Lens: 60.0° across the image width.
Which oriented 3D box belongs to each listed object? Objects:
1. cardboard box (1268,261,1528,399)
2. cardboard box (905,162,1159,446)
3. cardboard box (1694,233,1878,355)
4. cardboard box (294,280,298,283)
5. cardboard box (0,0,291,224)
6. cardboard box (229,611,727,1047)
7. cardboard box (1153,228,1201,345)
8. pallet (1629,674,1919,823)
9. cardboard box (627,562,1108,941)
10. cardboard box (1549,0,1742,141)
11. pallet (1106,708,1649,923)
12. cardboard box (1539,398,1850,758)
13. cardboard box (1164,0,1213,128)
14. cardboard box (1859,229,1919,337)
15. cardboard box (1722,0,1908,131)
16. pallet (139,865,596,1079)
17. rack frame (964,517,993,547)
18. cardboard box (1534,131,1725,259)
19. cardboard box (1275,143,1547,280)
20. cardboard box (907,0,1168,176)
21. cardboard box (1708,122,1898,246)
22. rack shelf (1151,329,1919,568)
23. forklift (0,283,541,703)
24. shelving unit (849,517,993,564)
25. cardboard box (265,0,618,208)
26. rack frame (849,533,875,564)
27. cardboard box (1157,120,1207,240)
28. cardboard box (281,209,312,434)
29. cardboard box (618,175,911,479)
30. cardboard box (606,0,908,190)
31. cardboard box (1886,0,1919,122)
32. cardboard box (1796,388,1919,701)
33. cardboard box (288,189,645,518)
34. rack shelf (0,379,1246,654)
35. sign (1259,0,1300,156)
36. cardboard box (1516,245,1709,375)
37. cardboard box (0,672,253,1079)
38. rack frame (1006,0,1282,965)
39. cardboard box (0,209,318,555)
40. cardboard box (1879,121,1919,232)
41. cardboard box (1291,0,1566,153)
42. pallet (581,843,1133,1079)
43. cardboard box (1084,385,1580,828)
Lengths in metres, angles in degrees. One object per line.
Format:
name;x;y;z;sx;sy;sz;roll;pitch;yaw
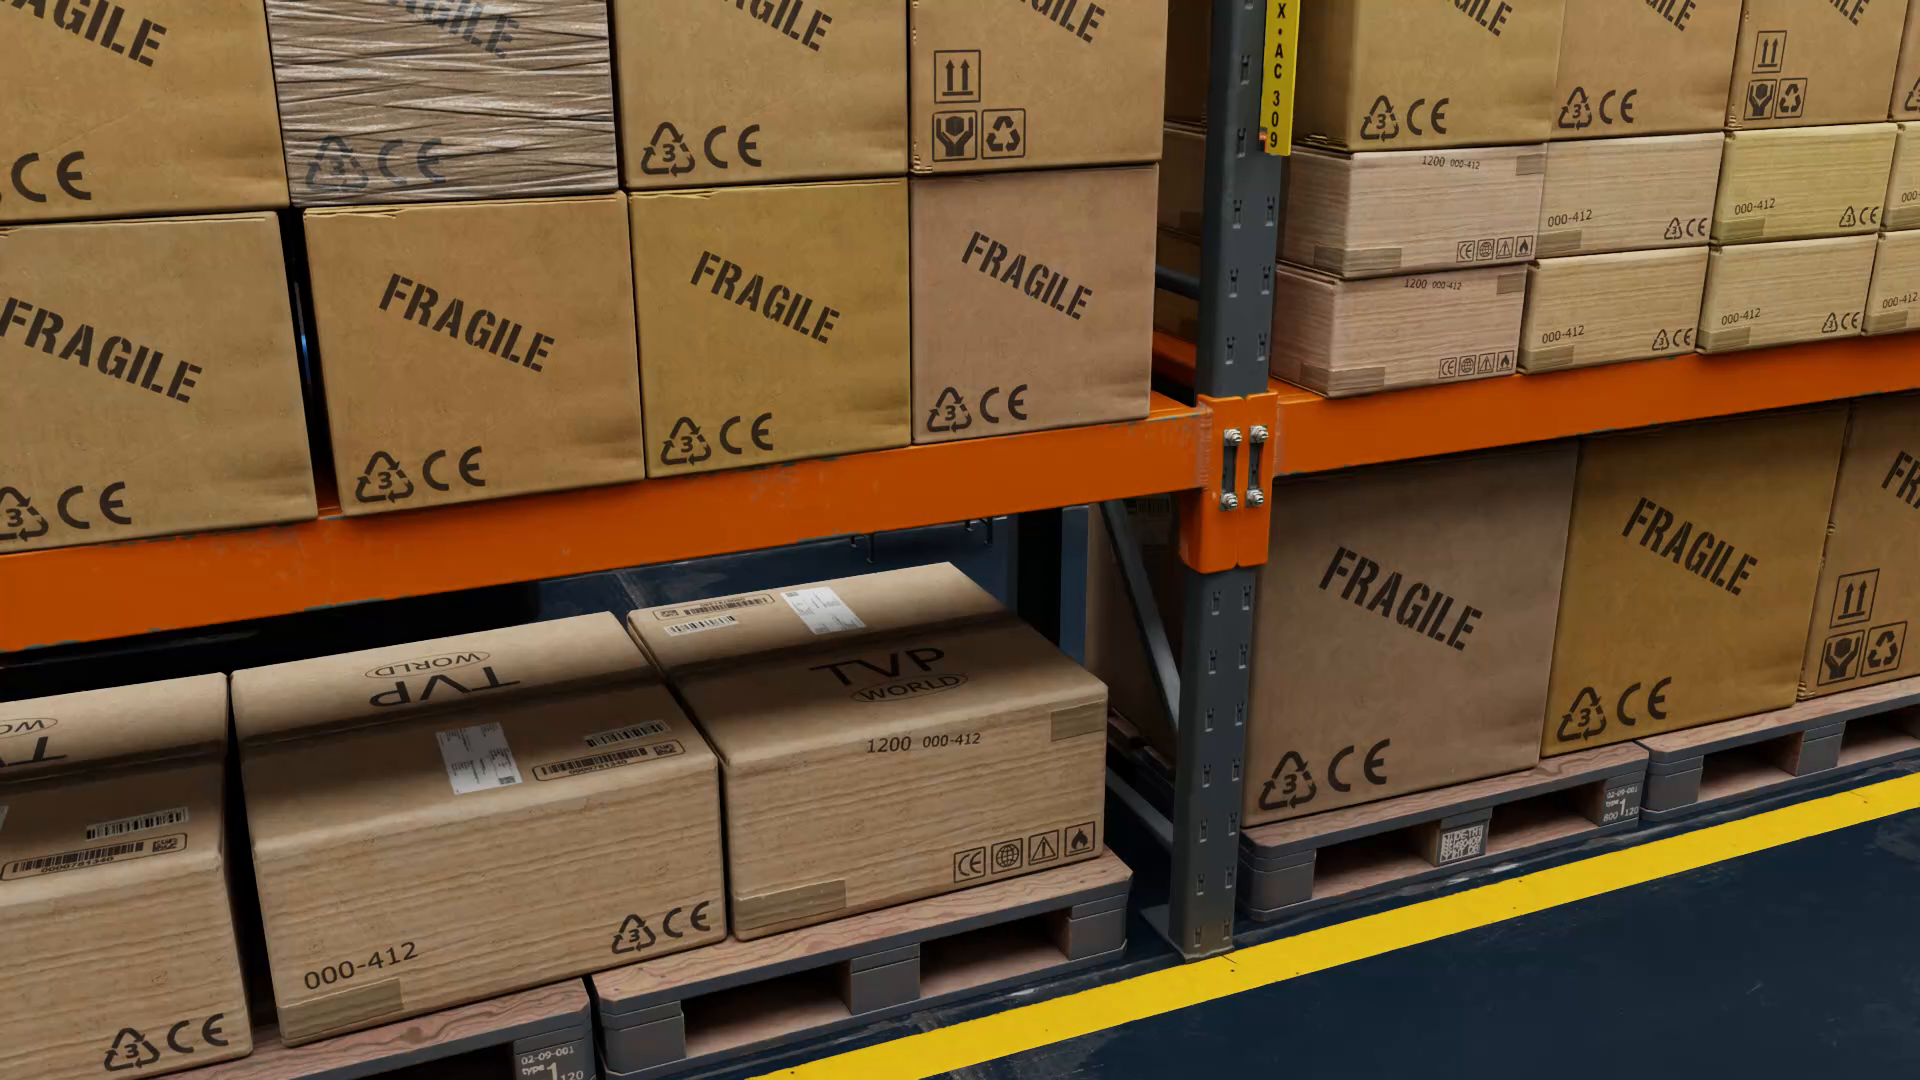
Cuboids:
cardboard box;0.883;-0.516;3.698;0.500;0.250;0.500;-9;21;-23
cardboard box;0.050;-0.518;3.326;0.500;0.500;0.500;-8;21;-21
cardboard box;1.834;-0.647;4.070;0.500;0.250;0.500;-8;21;-22
cardboard box;-2.915;-0.904;7.706;0.500;0.500;0.700;-9;21;-24
cardboard box;-1.346;-0.785;2.578;0.500;0.500;0.500;-8;21;-22
cardboard box;-1.066;0.569;3.616;0.875;0.438;0.875;-9;21;-24
cardboard box;0.687;-0.675;4.148;0.500;0.250;0.500;-9;21;-23
pallet;2.175;0.419;5.013;1.213;0.211;1.003;-8;21;-22
cardboard box;-0.245;0.451;3.951;0.875;0.438;0.875;-8;21;-23
cardboard box;1.349;-1.174;3.684;0.500;0.500;0.500;-8;21;-22
pallet;1.053;0.581;4.554;1.213;0.211;1.003;-8;21;-22
cardboard box;1.738;-0.033;4.666;0.875;0.875;0.875;-8;21;-20
cardboard box;0.685;-1.264;3.939;0.500;0.500;0.500;-7;21;-20
cardboard box;2.297;-0.710;4.249;0.500;0.250;0.500;-9;21;-23
cardboard box;1.810;-1.239;3.869;0.500;0.500;0.500;-9;21;-23
pallet;-1.477;0.944;3.525;1.213;0.211;1.003;-8;21;-22
rack frame;0.072;-0.576;6.352;0.015;1.200;0.240;-8;21;-22
cardboard box;1.358;-0.824;3.818;0.500;0.250;0.500;-8;21;-21
cardboard box;0.890;-0.747;3.599;0.500;0.250;0.500;-9;21;-23
cardboard box;0.051;-0.982;3.139;0.500;0.500;0.500;-8;21;-22
cardboard box;1.832;-0.882;3.984;0.500;0.250;0.500;-8;21;-21
rack shelf;2.211;-0.534;4.604;4.000;0.370;1.077;-8;21;-22
forklift;-2.985;-1.033;5.042;3.031;2.935;1.130;-7;21;-19
shelving unit;-0.152;-0.544;6.261;0.503;1.200;0.258;-8;21;-22
cardboard box;-0.882;-0.848;2.758;0.500;0.500;0.500;-8;21;-21
rack frame;-0.376;-0.512;6.170;0.015;1.200;0.240;-8;21;-22
cardboard box;0.683;-0.907;4.054;0.500;0.250;0.500;-8;21;-22
cardboard box;-1.556;-0.479;3.215;0.500;0.500;0.500;-7;21;-20
cardboard box;-0.420;-0.449;3.129;0.500;0.500;0.500;-9;21;-23
cardboard box;-0.419;-0.918;2.957;0.500;0.500;0.500;-8;21;-23
cardboard box;2.282;-1.309;4.068;0.500;0.500;0.500;-9;21;-23
cardboard box;2.560;-0.150;4.999;0.875;0.875;0.875;-8;21;-21
cardboard box;-0.876;-0.378;2.928;0.500;0.500;0.500;-8;21;-23
rack shelf;-1.462;-0.007;3.110;4.000;0.370;1.077;-8;21;-22
sign;0.596;-0.886;3.100;0.005;0.325;0.100;-8;21;-22
cardboard box;1.358;-0.585;3.893;0.500;0.250;0.500;-9;21;-23
cardboard box;-1.895;0.687;3.281;0.875;0.438;0.875;-8;21;-20
rack frame;0.374;-0.610;3.737;0.127;3.000;1.000;-8;21;-22
cardboard box;-1.363;-0.314;2.746;0.500;0.500;0.500;-7;21;-20
cardboard box;2.295;-0.949;4.175;0.500;0.250;0.500;-9;21;-24
cardboard box;0.892;-1.099;3.470;0.500;0.500;0.500;-8;21;-21
pallet;-0.355;0.782;3.984;1.213;0.211;1.003;-8;21;-22
cardboard box;0.912;0.088;4.321;0.875;0.875;0.875;-7;21;-20
